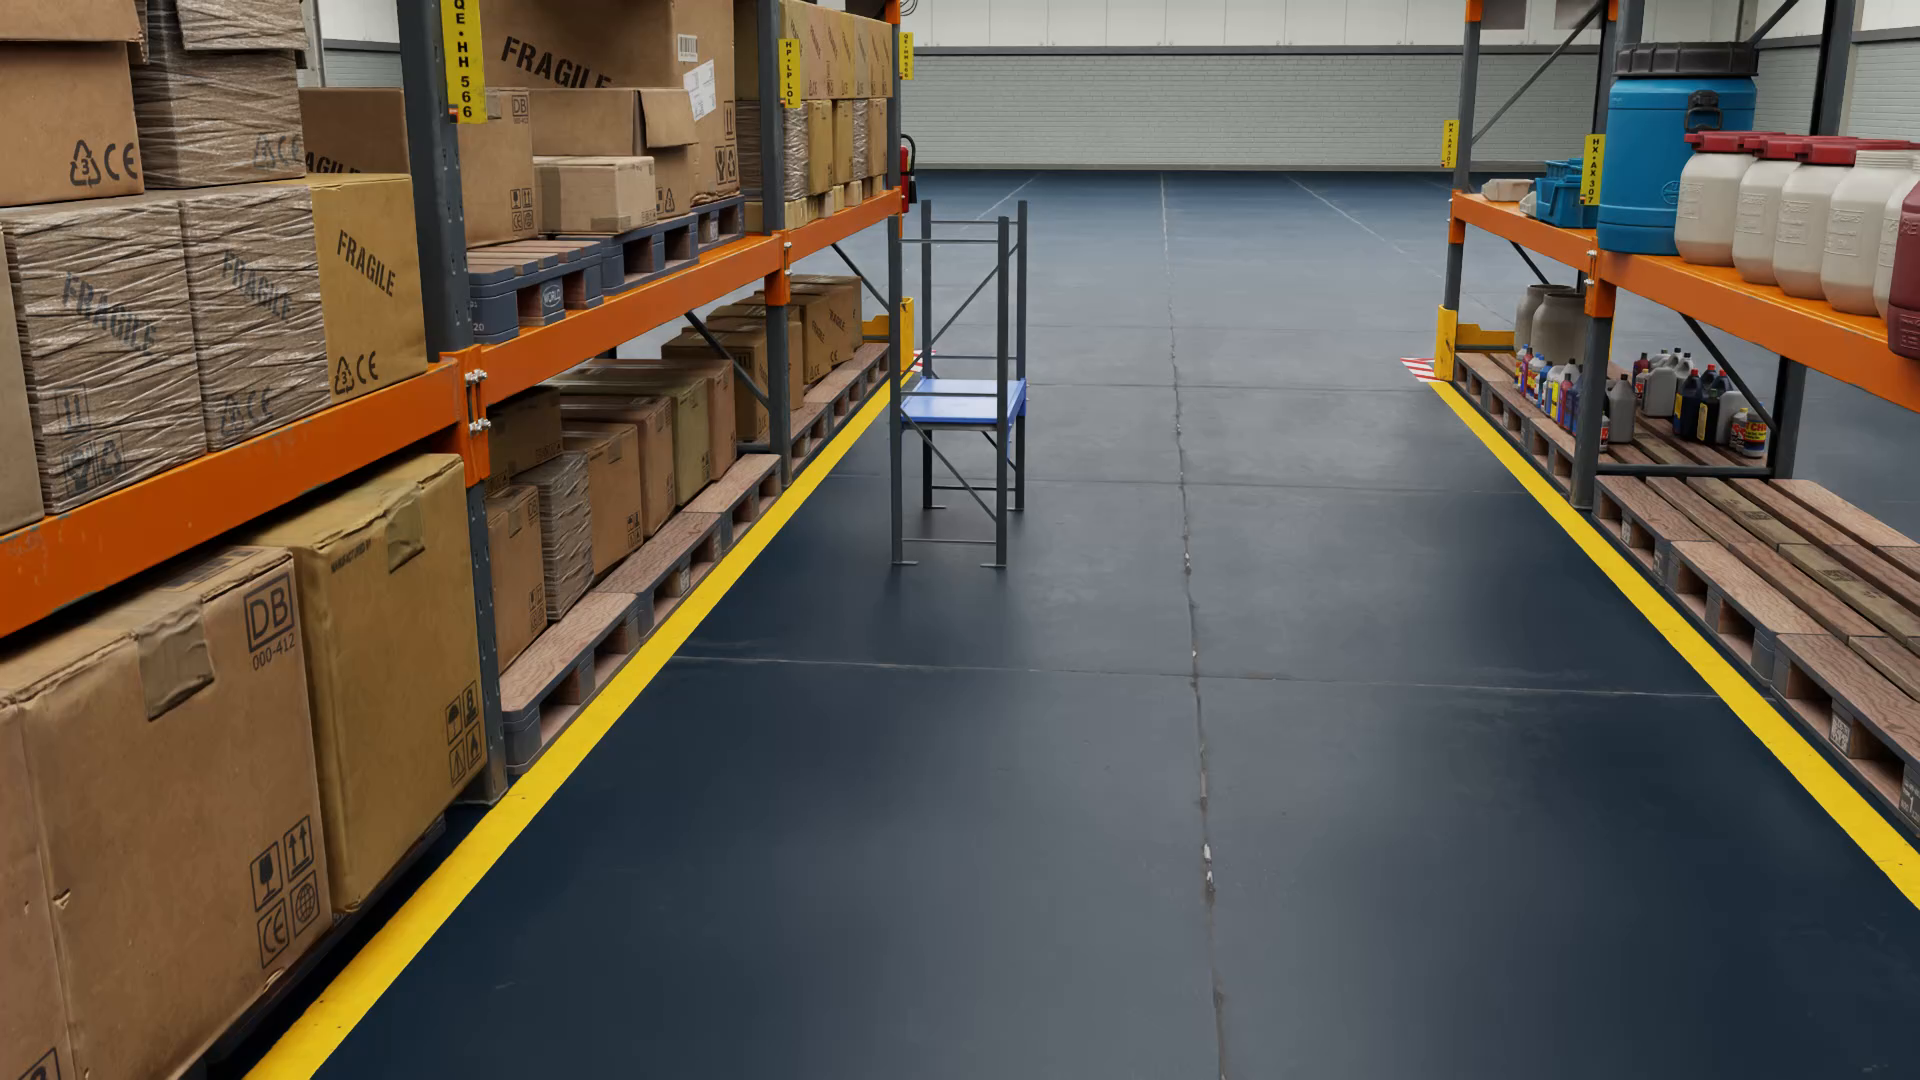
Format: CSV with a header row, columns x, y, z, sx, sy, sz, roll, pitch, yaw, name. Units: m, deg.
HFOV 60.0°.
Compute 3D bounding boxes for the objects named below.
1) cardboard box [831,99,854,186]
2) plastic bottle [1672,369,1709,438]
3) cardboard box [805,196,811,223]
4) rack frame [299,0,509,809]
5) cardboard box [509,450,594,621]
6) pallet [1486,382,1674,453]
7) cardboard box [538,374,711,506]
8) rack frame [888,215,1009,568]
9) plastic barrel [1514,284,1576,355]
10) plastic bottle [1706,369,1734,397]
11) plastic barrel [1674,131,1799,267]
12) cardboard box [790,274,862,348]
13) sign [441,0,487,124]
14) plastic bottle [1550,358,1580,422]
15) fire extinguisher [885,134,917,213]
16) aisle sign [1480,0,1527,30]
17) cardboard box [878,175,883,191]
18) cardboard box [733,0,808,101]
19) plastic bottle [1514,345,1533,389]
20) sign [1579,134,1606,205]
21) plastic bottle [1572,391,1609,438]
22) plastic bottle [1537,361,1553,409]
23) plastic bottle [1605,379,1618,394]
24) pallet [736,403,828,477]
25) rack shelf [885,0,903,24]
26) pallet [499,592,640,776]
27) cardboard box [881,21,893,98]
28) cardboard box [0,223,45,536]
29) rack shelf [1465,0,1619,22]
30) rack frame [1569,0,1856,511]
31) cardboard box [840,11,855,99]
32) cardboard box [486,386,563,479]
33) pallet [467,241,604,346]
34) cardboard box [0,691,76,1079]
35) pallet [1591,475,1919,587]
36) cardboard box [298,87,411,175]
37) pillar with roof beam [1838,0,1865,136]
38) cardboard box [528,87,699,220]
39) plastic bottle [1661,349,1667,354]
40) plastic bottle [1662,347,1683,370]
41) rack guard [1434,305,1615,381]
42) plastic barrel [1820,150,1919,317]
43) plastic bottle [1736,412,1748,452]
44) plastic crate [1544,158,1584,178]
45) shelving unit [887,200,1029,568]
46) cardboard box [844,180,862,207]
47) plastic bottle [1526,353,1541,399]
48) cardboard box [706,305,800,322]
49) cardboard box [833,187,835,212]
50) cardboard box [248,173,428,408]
x,y,z,sx,sy,sz,roll,pitch,yaw,name
-1.128,-2.437,10.167,0.875,0.500,0.500,2,15,6,cardboard box
3.896,-0.730,8.846,0.144,0.351,0.185,2,15,6,plastic bottle
-1.020,-1.796,9.040,0.380,0.149,0.250,2,15,6,cardboard box
-1.837,-0.703,4.515,1.000,3.000,0.127,2,15,6,rack frame
-1.731,-0.027,5.963,0.700,0.500,0.500,0,15,2,cardboard box
3.788,-0.739,9.990,1.003,0.211,1.213,2,15,6,pallet
-1.549,-0.464,7.579,0.700,0.500,0.500,2,15,6,cardboard box
-0.048,-0.614,7.061,0.500,1.500,0.032,2,15,6,rack frame
3.989,-1.461,11.280,0.421,0.512,0.421,0,15,0,plastic barrel
4.039,-0.725,8.830,0.144,0.351,0.185,2,15,8,plastic bottle
3.210,-1.419,6.901,0.433,0.535,0.433,0,15,0,plastic barrel
-1.021,-1.613,11.863,0.500,0.500,0.500,5,16,17,cardboard box
-1.285,-1.246,4.307,0.100,0.325,0.005,2,15,6,sign
3.380,-0.837,9.244,0.144,0.351,0.185,2,15,6,plastic bottle
-0.463,-2.757,12.259,0.296,0.674,0.183,2,15,6,fire extinguisher
3.704,-3.914,11.411,0.394,0.787,0.004,2,15,6,aisle sign
-0.761,-2.577,11.926,0.380,0.149,0.250,2,15,6,cardboard box
-1.082,-2.524,8.574,0.500,0.500,0.500,2,15,6,cardboard box
3.473,-1.066,10.243,0.097,0.271,0.097,0,15,0,plastic bottle
2.991,-1.747,7.847,0.100,0.325,0.005,2,15,6,sign
3.322,-0.704,8.750,0.144,0.351,0.185,1,15,5,plastic bottle
3.400,-0.899,9.624,0.097,0.271,0.097,0,15,0,plastic bottle
3.494,-0.720,8.952,0.152,0.276,0.135,2,15,6,plastic bottle
-1.345,-0.570,9.364,1.003,0.211,1.213,2,15,6,pallet
-1.160,-3.360,9.973,1.077,0.370,4.000,2,15,6,rack shelf
-1.747,0.440,5.629,1.003,0.211,1.213,2,15,6,pallet
-0.750,-3.303,11.452,0.500,0.500,0.500,2,15,6,cardboard box
-1.822,-0.220,2.538,0.500,0.500,0.500,2,15,7,cardboard box
3.762,-3.214,9.433,1.077,0.370,4.000,2,15,6,rack shelf
3.536,-1.595,7.813,1.000,3.000,0.127,2,15,6,rack frame
-0.925,-2.914,10.014,0.500,0.500,0.500,2,15,6,cardboard box
-1.741,-0.383,5.842,0.500,0.250,0.500,3,16,13,cardboard box
-1.862,-0.798,5.236,1.213,0.211,1.003,2,15,6,pallet
-2.136,0.759,2.375,1.225,0.875,0.875,1,15,4,cardboard box
3.486,-0.044,7.419,1.003,0.211,1.213,2,15,6,pallet
-1.815,-1.095,4.970,0.500,0.500,0.500,0,15,-1,cardboard box
13.042,-11.381,32.510,9.100,9.000,0.400,2,15,6,pillar with roof beam
-1.489,-1.541,6.611,0.797,0.503,0.637,3,15,12,cardboard box
4.221,-1.013,10.023,0.061,0.283,0.133,2,15,8,plastic bottle
4.130,-0.933,9.597,0.144,0.351,0.185,2,15,9,plastic bottle
4.026,-1.404,11.898,1.175,0.500,0.348,2,15,6,rack guard
3.036,-0.993,5.375,0.421,0.512,0.421,0,15,0,plastic barrel
4.019,-0.552,8.476,0.097,0.201,0.097,0,15,0,plastic bottle
4.228,-2.422,11.156,0.499,0.251,0.616,2,15,6,plastic crate
0.010,-0.746,7.548,0.538,1.500,1.048,2,15,6,shelving unit
-0.826,-2.185,10.476,0.380,0.149,0.250,2,15,6,cardboard box
3.434,-0.977,9.914,0.097,0.271,0.097,0,15,0,plastic bottle
-1.251,-1.151,10.157,0.500,0.500,0.500,0,15,1,cardboard box
-0.946,-1.991,9.760,0.380,0.149,0.250,2,15,6,cardboard box
-1.646,-0.616,4.002,0.500,0.500,0.500,2,15,8,cardboard box
